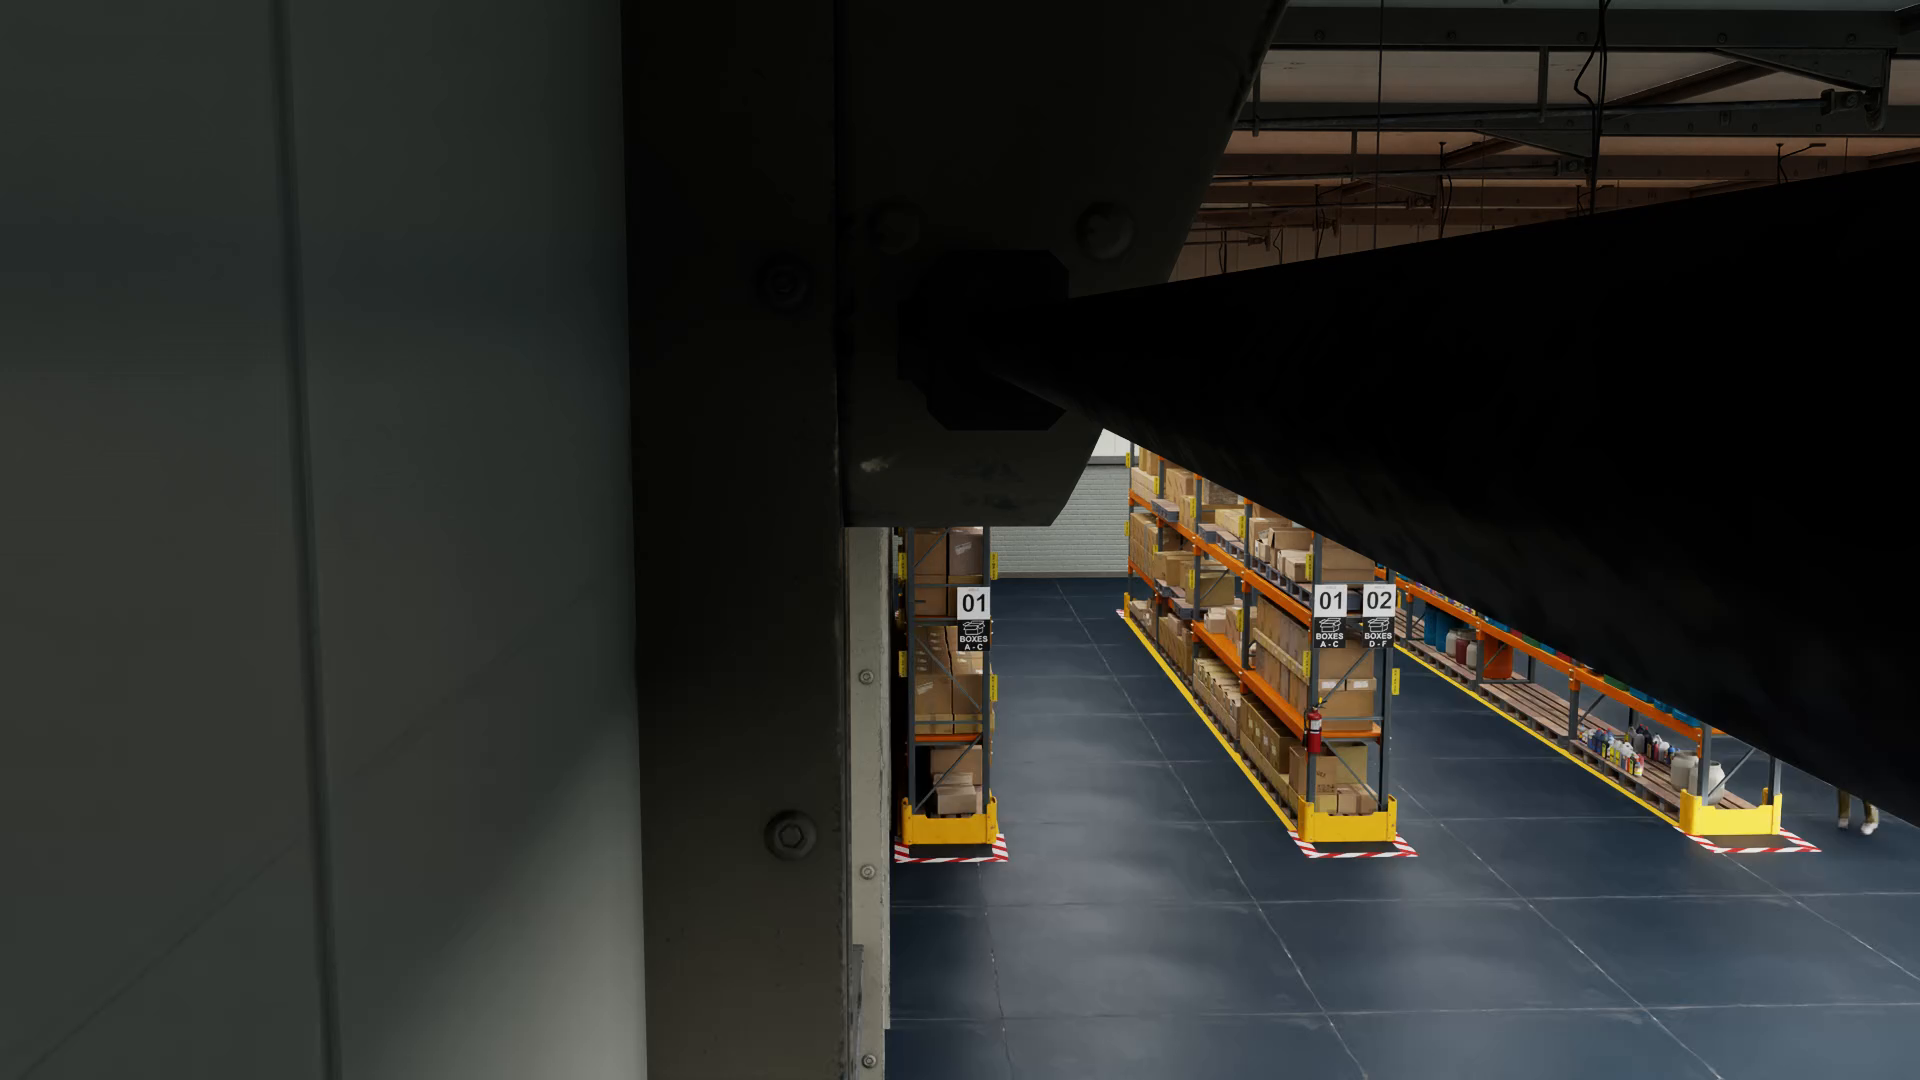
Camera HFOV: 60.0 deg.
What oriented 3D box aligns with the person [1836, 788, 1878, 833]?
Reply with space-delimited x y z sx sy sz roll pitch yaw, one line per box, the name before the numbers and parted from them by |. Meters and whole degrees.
person | 11.308 2.763 21.021 0.607 1.786 0.474 6 9 37
